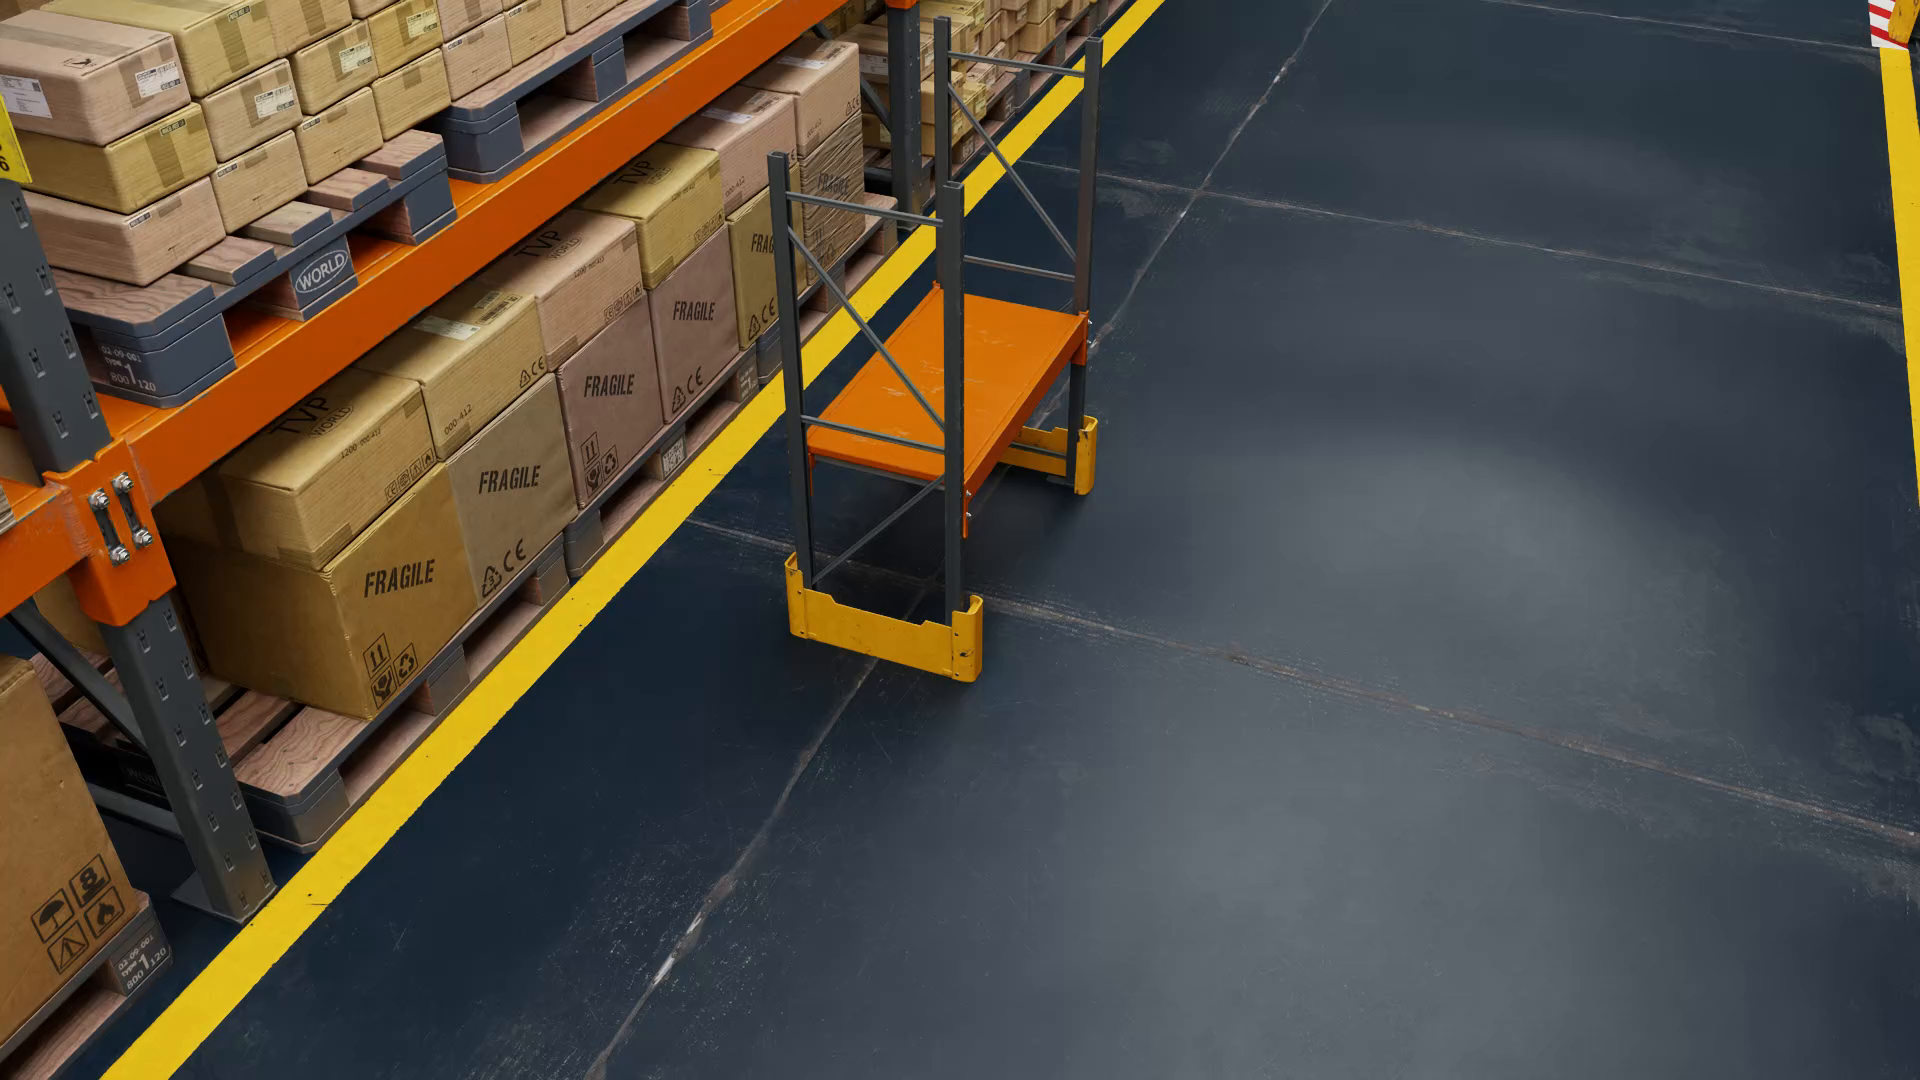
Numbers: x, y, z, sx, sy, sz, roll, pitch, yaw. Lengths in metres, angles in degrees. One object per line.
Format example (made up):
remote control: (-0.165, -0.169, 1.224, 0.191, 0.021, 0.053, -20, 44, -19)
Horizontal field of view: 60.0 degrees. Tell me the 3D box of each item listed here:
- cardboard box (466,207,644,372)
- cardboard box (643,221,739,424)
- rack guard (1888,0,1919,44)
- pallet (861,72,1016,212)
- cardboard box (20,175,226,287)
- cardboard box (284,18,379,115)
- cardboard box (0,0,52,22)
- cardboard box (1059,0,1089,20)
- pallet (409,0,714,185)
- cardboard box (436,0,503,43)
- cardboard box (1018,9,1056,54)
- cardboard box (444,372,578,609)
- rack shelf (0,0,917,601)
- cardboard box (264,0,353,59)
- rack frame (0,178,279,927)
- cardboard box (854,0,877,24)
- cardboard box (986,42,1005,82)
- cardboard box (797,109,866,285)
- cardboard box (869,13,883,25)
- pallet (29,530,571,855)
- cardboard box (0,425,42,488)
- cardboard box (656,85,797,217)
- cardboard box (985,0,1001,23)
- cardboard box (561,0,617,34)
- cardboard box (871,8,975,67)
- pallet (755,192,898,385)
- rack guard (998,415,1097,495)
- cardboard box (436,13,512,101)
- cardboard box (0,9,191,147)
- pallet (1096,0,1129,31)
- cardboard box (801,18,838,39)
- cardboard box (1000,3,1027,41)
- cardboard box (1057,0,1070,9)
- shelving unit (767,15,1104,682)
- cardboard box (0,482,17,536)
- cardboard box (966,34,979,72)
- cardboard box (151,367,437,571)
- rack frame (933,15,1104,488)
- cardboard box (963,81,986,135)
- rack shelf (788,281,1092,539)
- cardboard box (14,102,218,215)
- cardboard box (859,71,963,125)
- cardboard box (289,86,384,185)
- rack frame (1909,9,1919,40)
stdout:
cardboard box: (-1.284, -0.764, 4.877, 0.500, 0.250, 0.500, 14, 39, 18)
cardboard box: (-1.085, -0.765, 5.506, 0.500, 0.500, 0.500, 13, 39, 17)
rack guard: (5.506, -2.787, 8.562, 1.175, 0.500, 0.348, 14, 39, 18)
pallet: (-0.419, -1.895, 7.610, 1.003, 0.211, 1.213, 14, 39, 18)
cardboard box: (-1.807, -0.687, 3.523, 0.380, 0.149, 0.250, 13, 39, 17)
cardboard box: (-1.594, -1.126, 3.861, 0.380, 0.149, 0.250, 13, 39, 16)
cardboard box: (-2.304, -1.238, 3.763, 0.380, 0.149, 0.250, 13, 39, 17)
cardboard box: (0.445, -2.800, 8.522, 0.380, 0.149, 0.250, 15, 39, 19)
pallet: (-1.448, -1.446, 4.840, 1.003, 0.211, 1.213, 14, 39, 18)
cardboard box: (-1.403, -1.403, 4.232, 0.380, 0.149, 0.250, 14, 39, 18)
cardboard box: (0.250, -2.515, 8.139, 0.380, 0.149, 0.250, 13, 39, 17)
cardboard box: (-1.471, -0.197, 4.746, 0.500, 0.500, 0.500, 14, 39, 18)
rack shelf: (-1.403, -1.237, 5.000, 1.077, 0.370, 4.000, 14, 39, 18)
cardboard box: (-1.611, -1.220, 3.738, 0.380, 0.149, 0.250, 14, 39, 17)
rack frame: (-2.164, -0.418, 3.303, 1.000, 3.000, 0.127, 14, 39, 18)
cardboard box: (-0.598, -2.443, 7.547, 0.380, 0.149, 0.250, 13, 39, 17)
cardboard box: (-0.008, -2.236, 7.766, 0.380, 0.149, 0.250, 13, 39, 17)
cardboard box: (-0.690, -1.332, 6.264, 0.500, 0.500, 0.500, 13, 39, 17)
cardboard box: (-0.453, -2.446, 7.799, 0.380, 0.149, 0.250, 14, 39, 18)
pallet: (-1.865, 0.267, 4.717, 1.003, 0.211, 1.213, 14, 39, 18)
cardboard box: (-2.146, -0.324, 4.288, 0.500, 0.250, 0.500, 13, 39, 17)
cardboard box: (-0.899, -1.348, 5.659, 0.500, 0.250, 0.500, 16, 40, 20)
cardboard box: (-0.031, -2.480, 7.597, 0.380, 0.149, 0.250, 13, 39, 17)
cardboard box: (-1.204, -1.565, 4.698, 0.380, 0.149, 0.250, 13, 39, 16)
cardboard box: (-0.159, -2.180, 7.194, 0.380, 0.149, 0.250, 16, 40, 20)
pallet: (-0.937, -1.084, 6.524, 1.003, 0.211, 1.213, 14, 39, 18)
rack guard: (0.160, -0.334, 5.488, 0.587, 0.250, 0.087, 14, 39, 18)
cardboard box: (-1.402, -1.283, 4.320, 0.380, 0.149, 0.250, 15, 39, 19)
cardboard box: (-1.807, -0.938, 3.361, 0.380, 0.149, 0.250, 14, 39, 18)
pallet: (0.509, -3.246, 9.417, 1.003, 0.211, 1.213, 14, 39, 18)
cardboard box: (-0.747, -2.153, 7.159, 0.380, 0.149, 0.250, 15, 39, 19)
cardboard box: (0.097, -2.505, 7.878, 0.380, 0.149, 0.250, 16, 40, 20)
cardboard box: (0.368, -2.761, 8.220, 0.380, 0.149, 0.250, 14, 39, 18)
shelving unit: (-0.029, -0.559, 4.745, 0.587, 1.500, 1.083, 14, 39, 18)
cardboard box: (-2.087, -0.147, 2.858, 0.500, 0.500, 0.500, 14, 39, 18)
cardboard box: (-0.135, -2.209, 7.482, 0.380, 0.149, 0.250, 14, 39, 17)
cardboard box: (-1.677, -0.212, 4.139, 0.500, 0.250, 0.500, 12, 38, 16)
rack frame: (0.161, -0.835, 5.114, 0.500, 1.500, 0.032, 14, 39, 18)
cardboard box: (-0.105, -1.934, 7.363, 0.380, 0.149, 0.250, 15, 39, 19)
rack shelf: (-0.032, -0.409, 4.845, 0.538, 0.185, 1.000, 14, 39, 18)
cardboard box: (-1.794, -0.826, 3.461, 0.380, 0.149, 0.250, 16, 40, 20)
cardboard box: (-0.208, -1.906, 7.076, 0.380, 0.149, 0.250, 16, 40, 20)
cardboard box: (-1.602, -0.985, 3.922, 0.380, 0.149, 0.250, 16, 40, 20)
rack frame: (5.496, -3.775, 7.796, 1.000, 3.000, 0.127, 14, 39, 18)
